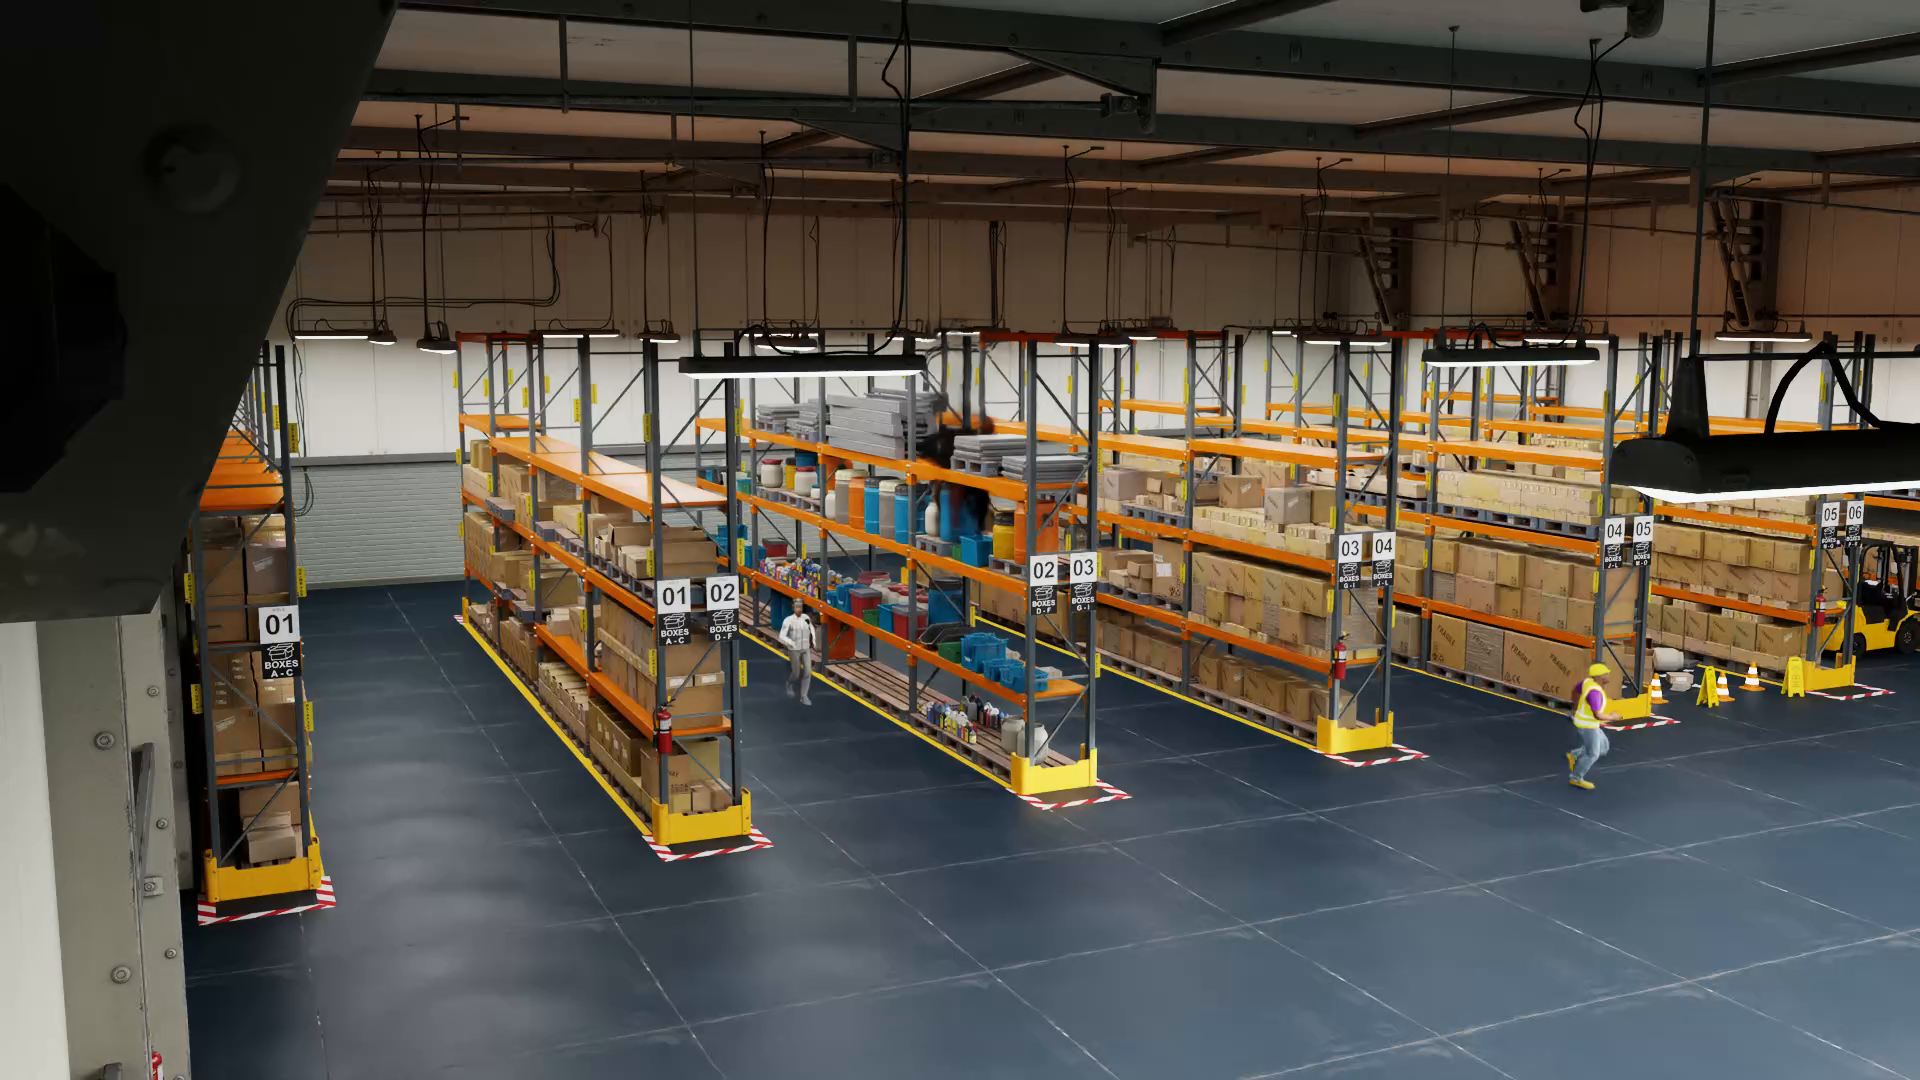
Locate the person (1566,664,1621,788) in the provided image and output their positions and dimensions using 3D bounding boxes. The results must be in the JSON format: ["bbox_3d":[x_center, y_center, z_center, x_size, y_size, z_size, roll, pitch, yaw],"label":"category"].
[{"bbox_3d":[8.511,2.488,22.338,0.649,1.711,0.749,2,8,13],"label":"person"}]

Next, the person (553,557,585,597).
[{"bbox_3d":[-8.365,0.696,35.357,0.944,1.778,0.706,4,9,27],"label":"person"}]

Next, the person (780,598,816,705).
[{"bbox_3d":[-2.508,1.720,26.126,0.632,1.656,0.768,-4,9,-27],"label":"person"}]
